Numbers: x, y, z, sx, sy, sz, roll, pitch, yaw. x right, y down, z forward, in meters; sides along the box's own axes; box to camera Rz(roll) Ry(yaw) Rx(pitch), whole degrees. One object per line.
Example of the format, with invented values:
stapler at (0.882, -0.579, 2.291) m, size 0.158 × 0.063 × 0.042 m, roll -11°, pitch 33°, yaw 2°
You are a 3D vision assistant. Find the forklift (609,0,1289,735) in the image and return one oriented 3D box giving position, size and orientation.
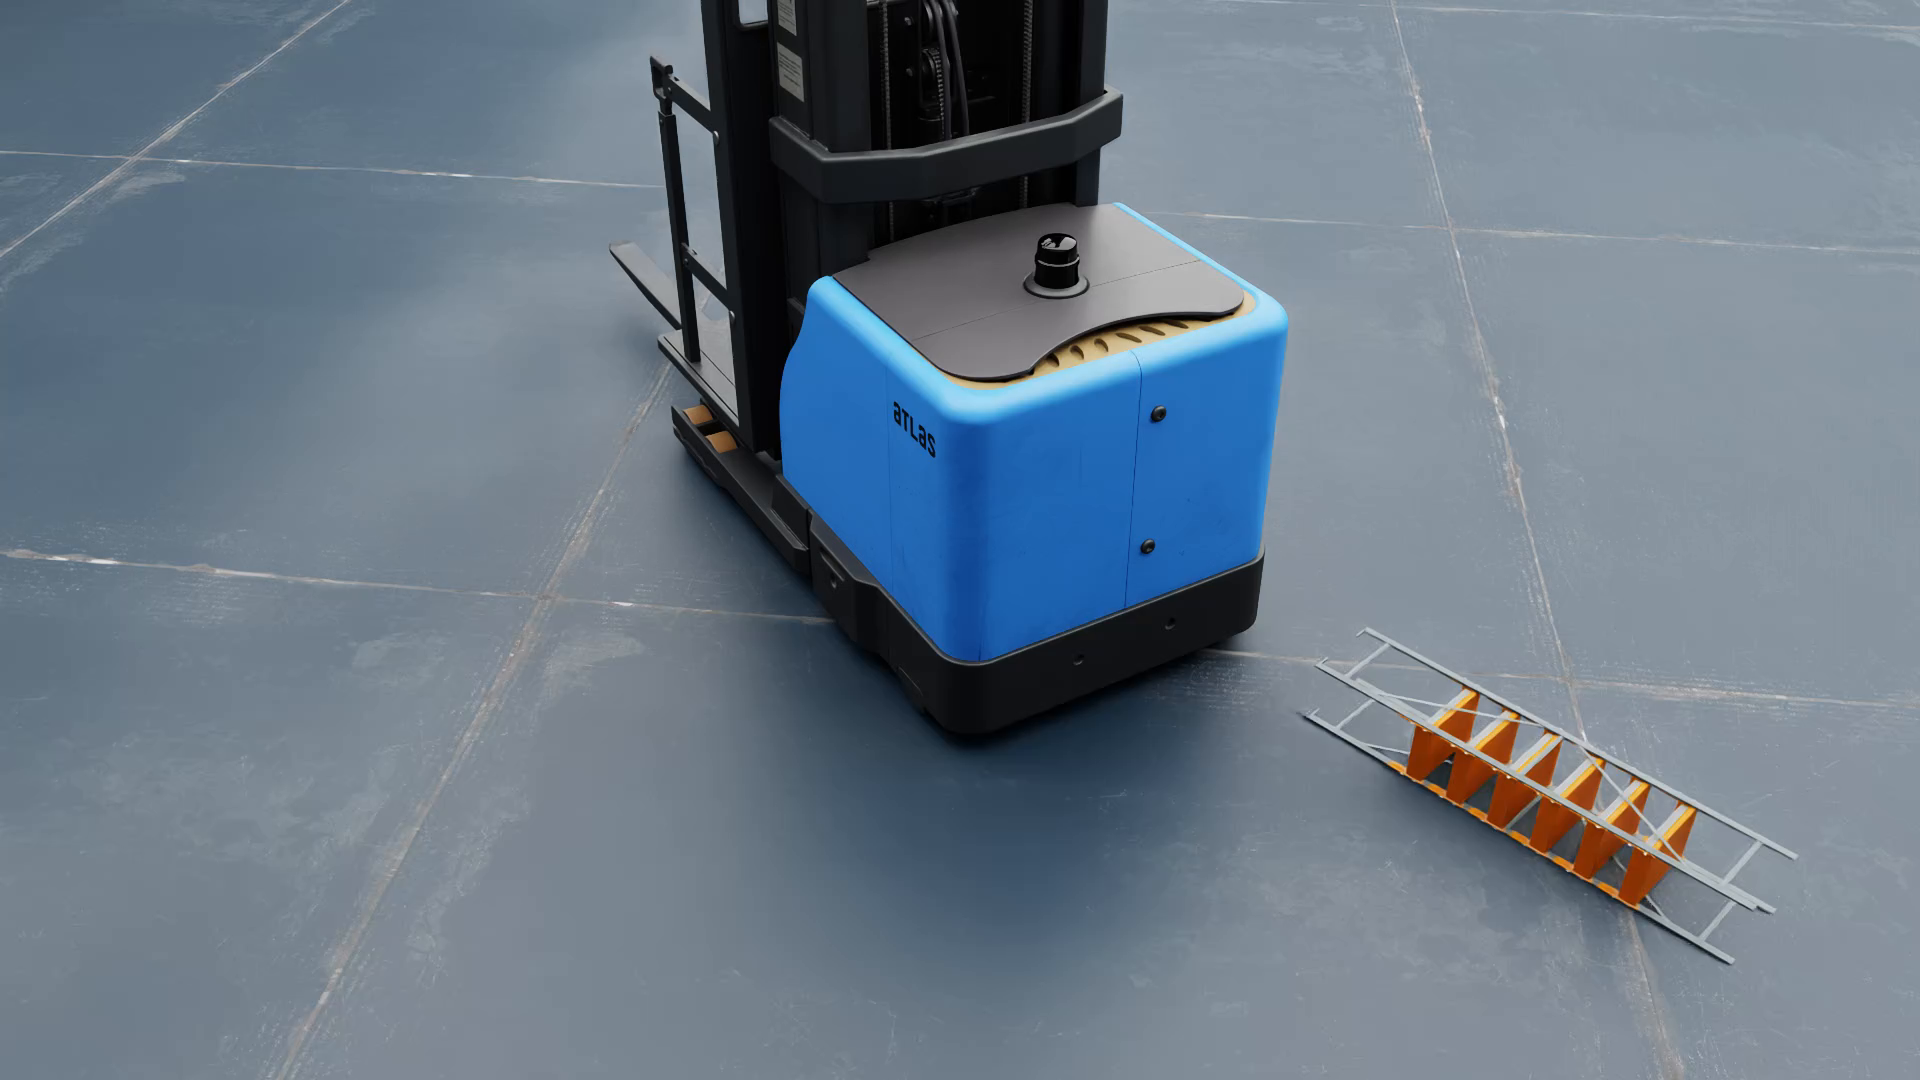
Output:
forklift at (-0.317, -1.508, 4.840) m, size 1.130 × 2.935 × 3.031 m, roll -19°, pitch 40°, yaw -24°

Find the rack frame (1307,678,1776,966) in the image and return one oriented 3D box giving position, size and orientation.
rack frame at (1.456, 0.688, 4.277) m, size 0.240 × 0.006 × 1.200 m, roll -30°, pitch 45°, yaw -35°

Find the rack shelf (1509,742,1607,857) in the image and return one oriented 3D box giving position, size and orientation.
rack shelf at (1.509, 0.645, 4.180) m, size 0.258 × 0.180 × 0.103 m, roll -30°, pitch 45°, yaw -35°

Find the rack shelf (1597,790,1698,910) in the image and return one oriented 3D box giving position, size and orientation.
rack shelf at (1.677, 0.745, 4.040) m, size 0.258 × 0.180 × 0.103 m, roll -30°, pitch 45°, yaw -35°

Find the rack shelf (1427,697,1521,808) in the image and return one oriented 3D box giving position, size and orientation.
rack shelf at (1.341, 0.545, 4.319) m, size 0.258 × 0.180 × 0.103 m, roll -30°, pitch 45°, yaw -35°

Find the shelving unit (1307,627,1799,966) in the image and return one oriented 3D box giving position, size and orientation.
shelving unit at (1.456, 0.614, 4.224) m, size 0.258 × 0.189 × 1.200 m, roll -30°, pitch 45°, yaw -35°

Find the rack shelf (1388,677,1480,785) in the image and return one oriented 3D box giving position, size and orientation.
rack shelf at (1.257, 0.495, 4.389) m, size 0.258 × 0.180 × 0.103 m, roll -30°, pitch 45°, yaw -35°

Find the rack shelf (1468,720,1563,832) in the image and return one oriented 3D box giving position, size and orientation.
rack shelf at (1.425, 0.595, 4.250) m, size 0.258 × 0.180 × 0.103 m, roll -30°, pitch 45°, yaw -35°

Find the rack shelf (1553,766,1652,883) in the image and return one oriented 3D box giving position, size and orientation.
rack shelf at (1.593, 0.695, 4.110) m, size 0.258 × 0.180 × 0.103 m, roll -30°, pitch 45°, yaw -35°

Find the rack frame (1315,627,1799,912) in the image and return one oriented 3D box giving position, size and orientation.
rack frame at (1.456, 0.539, 4.170) m, size 0.240 × 0.006 × 1.200 m, roll -30°, pitch 45°, yaw -35°
